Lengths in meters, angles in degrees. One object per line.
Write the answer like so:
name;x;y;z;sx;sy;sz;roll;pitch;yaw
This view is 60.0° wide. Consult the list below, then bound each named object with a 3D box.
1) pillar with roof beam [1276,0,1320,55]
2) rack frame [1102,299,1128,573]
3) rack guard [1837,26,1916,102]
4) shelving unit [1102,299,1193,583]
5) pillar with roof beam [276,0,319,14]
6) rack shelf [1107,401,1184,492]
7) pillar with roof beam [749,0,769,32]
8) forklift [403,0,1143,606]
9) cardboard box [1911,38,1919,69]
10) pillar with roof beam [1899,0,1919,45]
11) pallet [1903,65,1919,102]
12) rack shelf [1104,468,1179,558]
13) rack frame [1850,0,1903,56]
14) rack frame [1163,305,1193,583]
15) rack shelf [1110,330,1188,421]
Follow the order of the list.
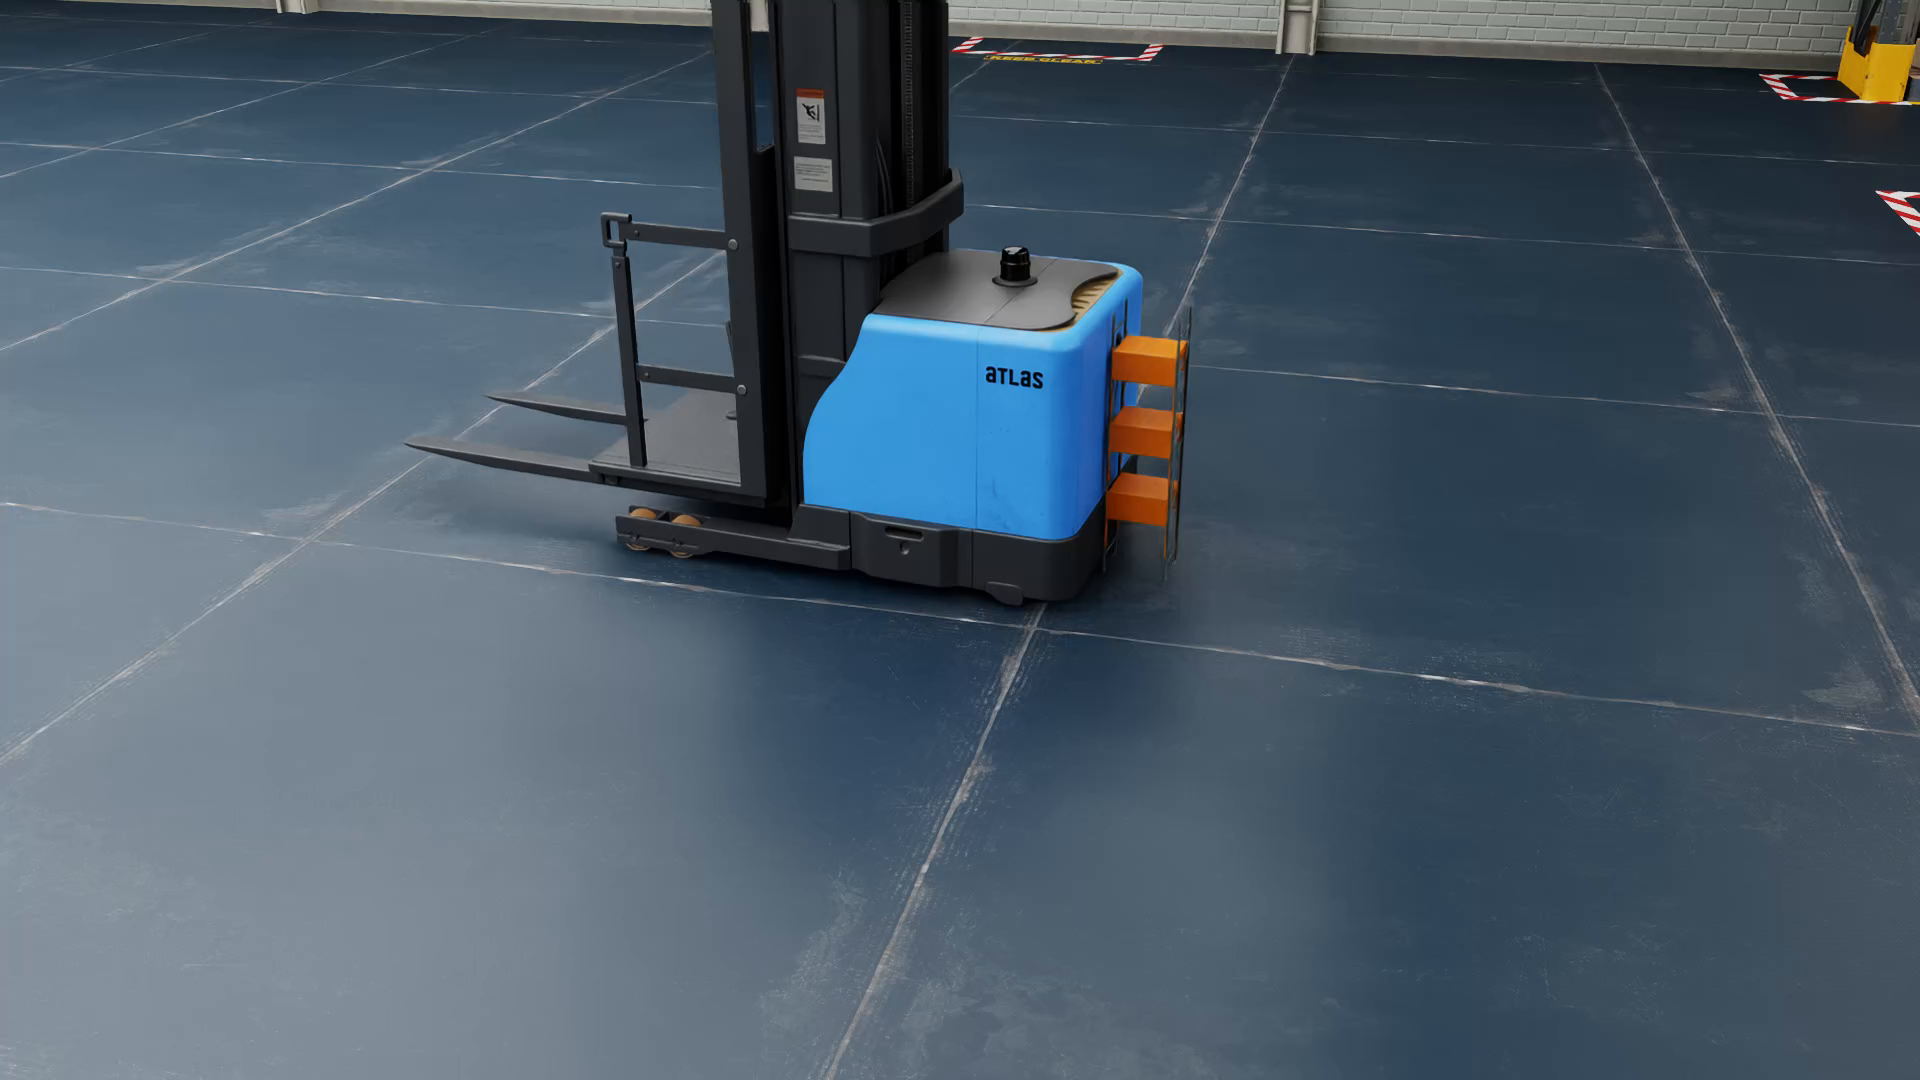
pillar with roof beam;2.482;-7.437;11.903;0.400;9.000;9.100;6;26;13
rack frame;0.590;-0.385;6.337;0.008;1.050;0.200;9;27;18
rack guard;8.545;-4.457;15.529;0.348;0.500;1.175;6;26;13
shelving unit;0.705;-0.367;6.299;0.252;1.050;0.215;9;27;18
pillar with roof beam;-9.140;-8.722;14.602;0.400;9.000;9.100;6;26;13
rack shelf;0.705;-0.357;6.304;0.240;0.259;0.215;9;27;18
pillar with roof beam;-3.329;-8.080;13.253;0.400;9.000;9.100;6;26;13
forklift;-0.844;-1.454;6.394;3.031;2.935;1.130;9;27;18
cardboard box;9.119;-4.467;15.258;0.500;0.311;0.500;3;26;7
pillar with roof beam;8.293;-6.795;10.554;0.400;9.000;9.100;6;26;13
pallet;9.323;-4.225;15.378;1.213;0.211;1.003;6;26;13
rack shelf;0.705;-0.106;6.423;0.240;0.259;0.215;9;27;18
rack frame;8.471;-5.593;15.009;0.127;3.000;1.000;6;26;13
rack frame;0.820;-0.349;6.262;0.008;1.050;0.200;9;27;18
rack shelf;0.705;-0.614;6.182;0.240;0.259;0.215;9;27;18
